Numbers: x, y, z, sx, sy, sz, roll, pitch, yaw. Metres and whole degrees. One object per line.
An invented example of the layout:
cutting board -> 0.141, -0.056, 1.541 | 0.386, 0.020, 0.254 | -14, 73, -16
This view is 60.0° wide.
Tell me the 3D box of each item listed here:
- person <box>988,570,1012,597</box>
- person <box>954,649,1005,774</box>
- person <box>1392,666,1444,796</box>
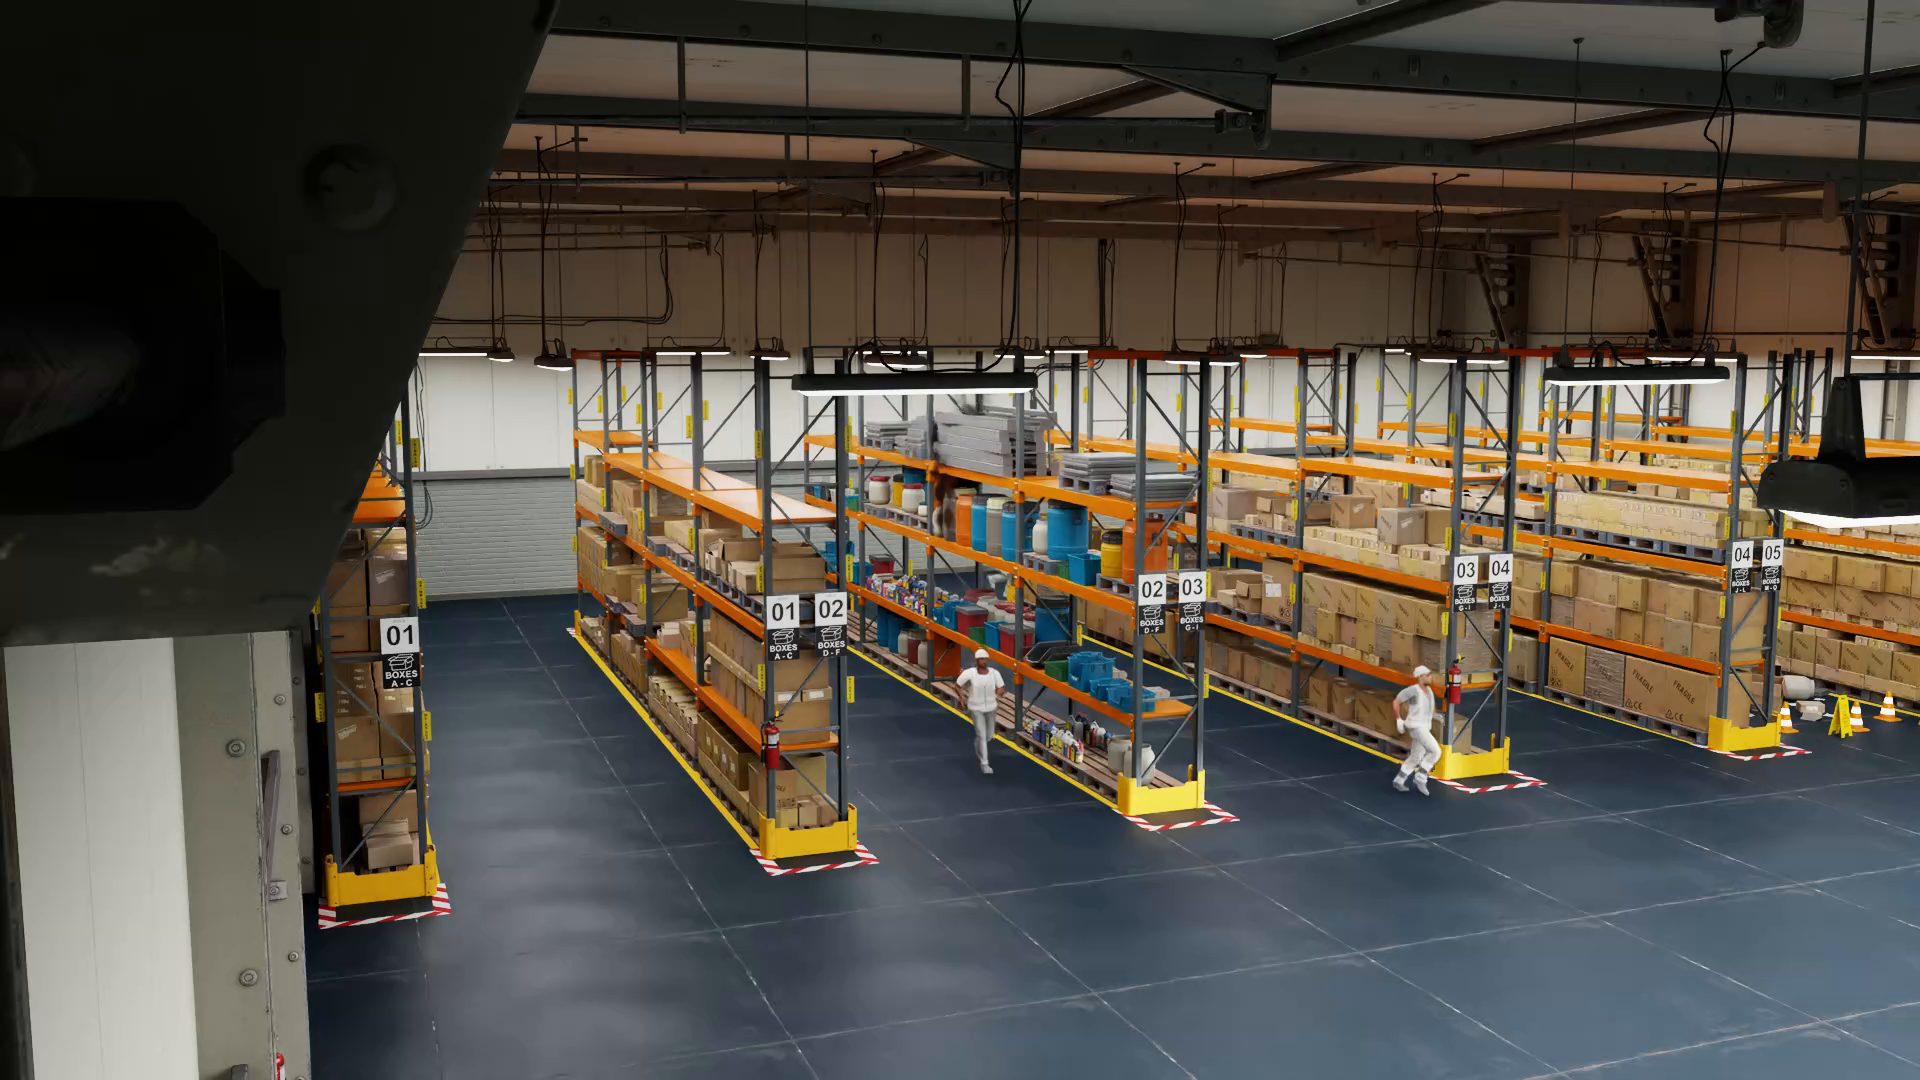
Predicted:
person -> 1.065, 0.541, 39.866 | 0.717, 1.713, 0.701 | -1, 7, -6
person -> 0.322, 2.451, 24.143 | 0.710, 1.747, 0.968 | -3, 8, -20
person -> 6.368, 2.604, 22.913 | 0.669, 1.723, 0.689 | 6, 9, 40
